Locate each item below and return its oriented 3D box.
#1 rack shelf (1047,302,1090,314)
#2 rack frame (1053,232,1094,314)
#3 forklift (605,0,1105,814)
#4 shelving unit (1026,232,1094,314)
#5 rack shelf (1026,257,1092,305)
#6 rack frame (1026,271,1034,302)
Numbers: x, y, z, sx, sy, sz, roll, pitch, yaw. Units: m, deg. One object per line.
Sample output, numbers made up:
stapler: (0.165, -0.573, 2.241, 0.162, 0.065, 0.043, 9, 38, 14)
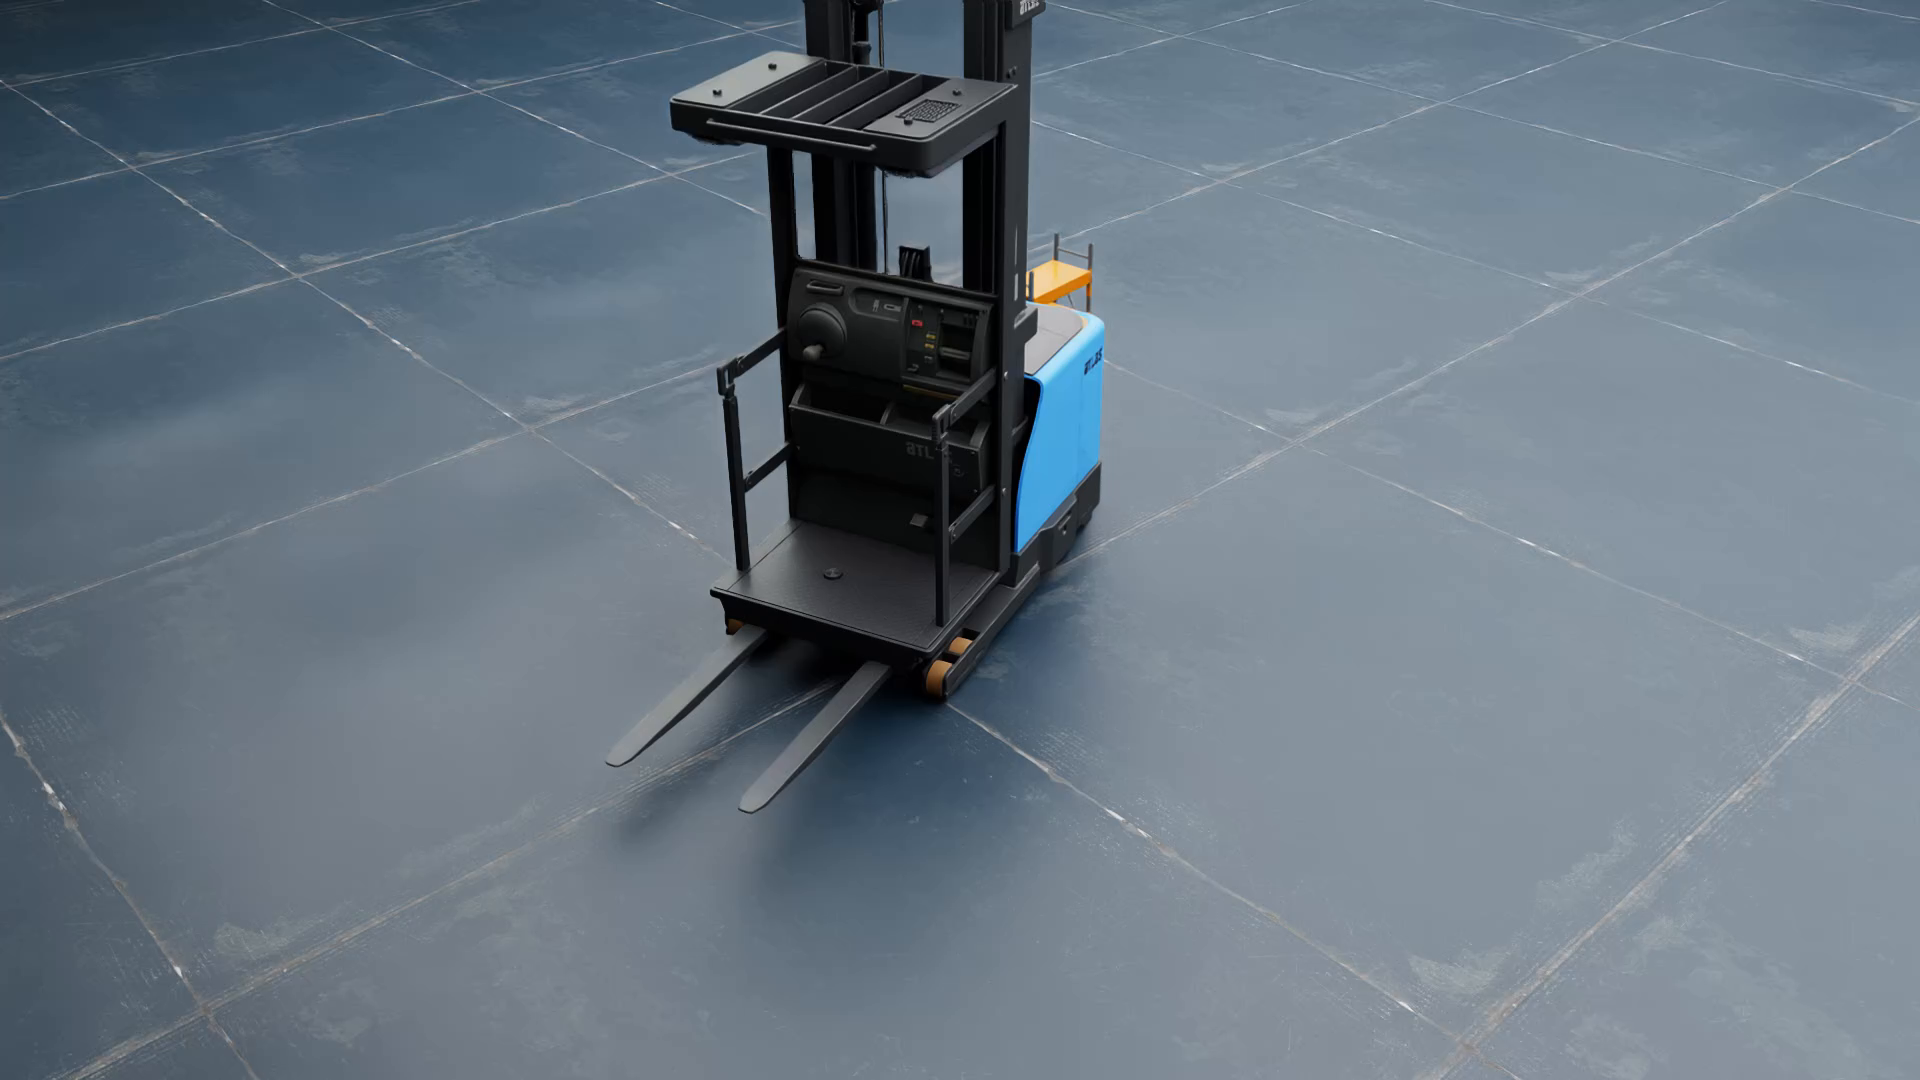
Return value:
rack shelf: (0.423, -1.060, 8.534, 0.258, 0.148, 0.480, 24, 39, 33)
rack frame: (0.580, -1.024, 8.775, 0.240, 1.200, 0.015, 24, 39, 33)
forklift: (-0.399, -0.831, 6.800, 1.130, 2.935, 3.031, 15, 34, 22)
shelving unit: (0.423, -0.927, 8.616, 0.258, 1.200, 0.503, 24, 39, 33)
rack shelf: (0.423, -1.262, 8.411, 0.258, 0.148, 0.480, 24, 39, 33)
rack frame: (0.265, -0.830, 8.457, 0.240, 1.200, 0.015, 24, 39, 33)
